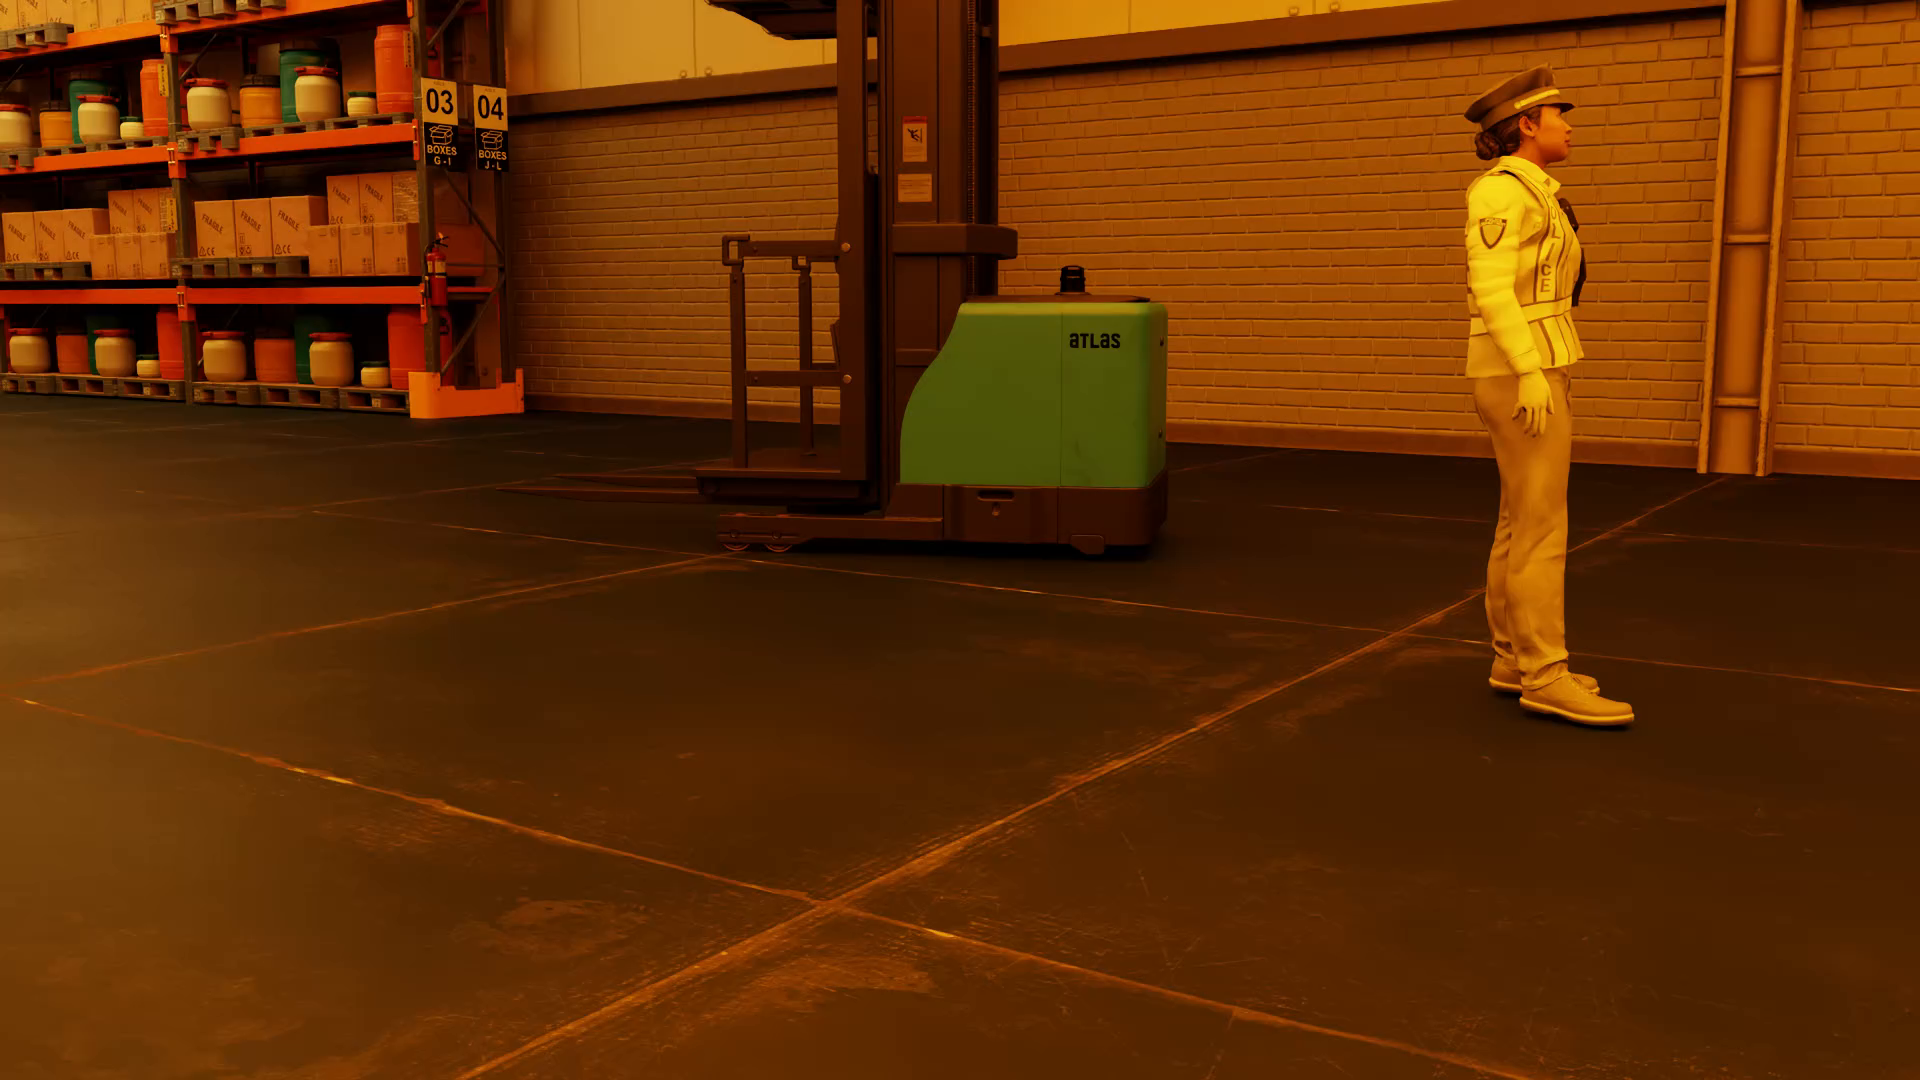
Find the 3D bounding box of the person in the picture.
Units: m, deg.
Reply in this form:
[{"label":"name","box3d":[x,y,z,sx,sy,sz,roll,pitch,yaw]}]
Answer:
[{"label":"person","box3d":[1.582,-0.413,4.435,0.531,1.694,0.588,4,9,27]}]

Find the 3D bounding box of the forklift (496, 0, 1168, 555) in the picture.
[{"label":"forklift","box3d":[-0.596,-1.469,7.520,3.031,2.935,1.130,2,8,12]}]
